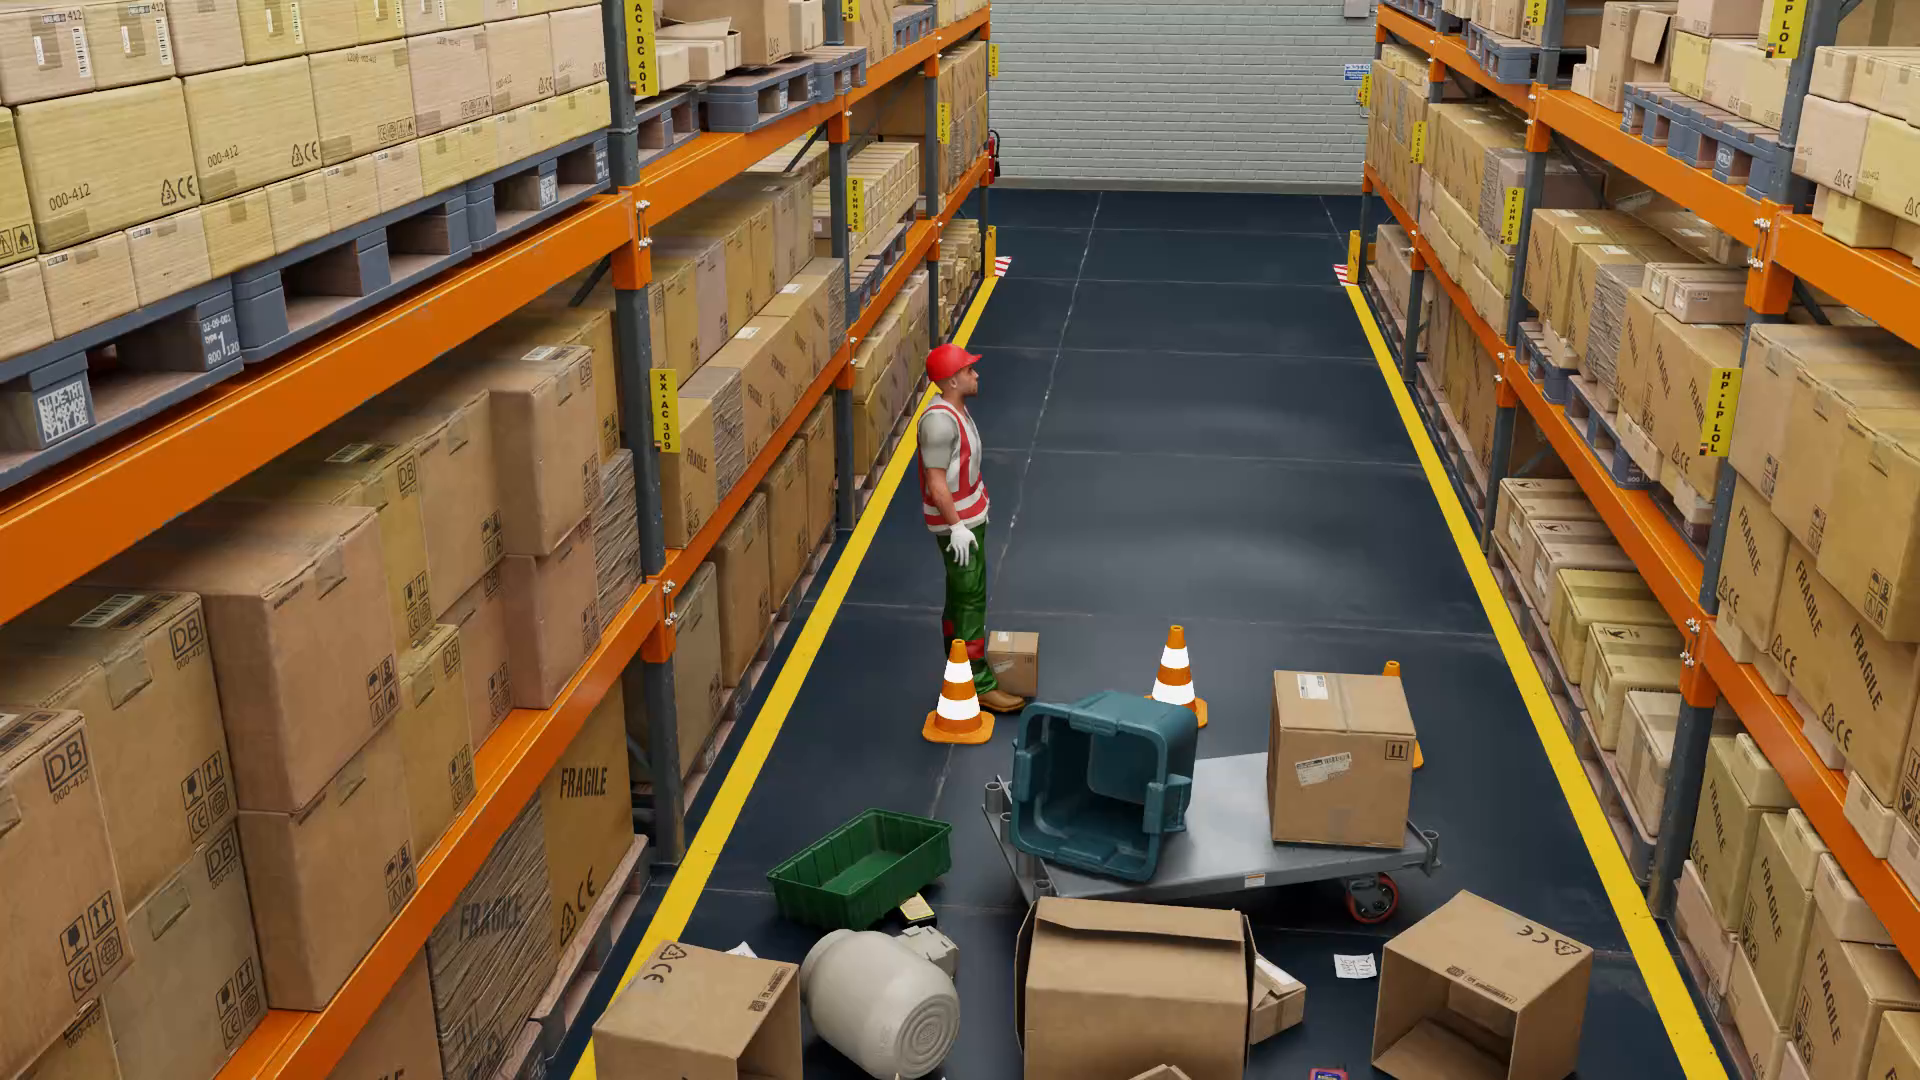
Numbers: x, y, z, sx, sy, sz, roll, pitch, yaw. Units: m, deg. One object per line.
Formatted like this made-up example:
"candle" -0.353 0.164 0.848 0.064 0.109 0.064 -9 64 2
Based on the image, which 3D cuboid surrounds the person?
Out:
"person" 0.076 -0.085 8.245 0.564 1.787 0.638 2 21 6
